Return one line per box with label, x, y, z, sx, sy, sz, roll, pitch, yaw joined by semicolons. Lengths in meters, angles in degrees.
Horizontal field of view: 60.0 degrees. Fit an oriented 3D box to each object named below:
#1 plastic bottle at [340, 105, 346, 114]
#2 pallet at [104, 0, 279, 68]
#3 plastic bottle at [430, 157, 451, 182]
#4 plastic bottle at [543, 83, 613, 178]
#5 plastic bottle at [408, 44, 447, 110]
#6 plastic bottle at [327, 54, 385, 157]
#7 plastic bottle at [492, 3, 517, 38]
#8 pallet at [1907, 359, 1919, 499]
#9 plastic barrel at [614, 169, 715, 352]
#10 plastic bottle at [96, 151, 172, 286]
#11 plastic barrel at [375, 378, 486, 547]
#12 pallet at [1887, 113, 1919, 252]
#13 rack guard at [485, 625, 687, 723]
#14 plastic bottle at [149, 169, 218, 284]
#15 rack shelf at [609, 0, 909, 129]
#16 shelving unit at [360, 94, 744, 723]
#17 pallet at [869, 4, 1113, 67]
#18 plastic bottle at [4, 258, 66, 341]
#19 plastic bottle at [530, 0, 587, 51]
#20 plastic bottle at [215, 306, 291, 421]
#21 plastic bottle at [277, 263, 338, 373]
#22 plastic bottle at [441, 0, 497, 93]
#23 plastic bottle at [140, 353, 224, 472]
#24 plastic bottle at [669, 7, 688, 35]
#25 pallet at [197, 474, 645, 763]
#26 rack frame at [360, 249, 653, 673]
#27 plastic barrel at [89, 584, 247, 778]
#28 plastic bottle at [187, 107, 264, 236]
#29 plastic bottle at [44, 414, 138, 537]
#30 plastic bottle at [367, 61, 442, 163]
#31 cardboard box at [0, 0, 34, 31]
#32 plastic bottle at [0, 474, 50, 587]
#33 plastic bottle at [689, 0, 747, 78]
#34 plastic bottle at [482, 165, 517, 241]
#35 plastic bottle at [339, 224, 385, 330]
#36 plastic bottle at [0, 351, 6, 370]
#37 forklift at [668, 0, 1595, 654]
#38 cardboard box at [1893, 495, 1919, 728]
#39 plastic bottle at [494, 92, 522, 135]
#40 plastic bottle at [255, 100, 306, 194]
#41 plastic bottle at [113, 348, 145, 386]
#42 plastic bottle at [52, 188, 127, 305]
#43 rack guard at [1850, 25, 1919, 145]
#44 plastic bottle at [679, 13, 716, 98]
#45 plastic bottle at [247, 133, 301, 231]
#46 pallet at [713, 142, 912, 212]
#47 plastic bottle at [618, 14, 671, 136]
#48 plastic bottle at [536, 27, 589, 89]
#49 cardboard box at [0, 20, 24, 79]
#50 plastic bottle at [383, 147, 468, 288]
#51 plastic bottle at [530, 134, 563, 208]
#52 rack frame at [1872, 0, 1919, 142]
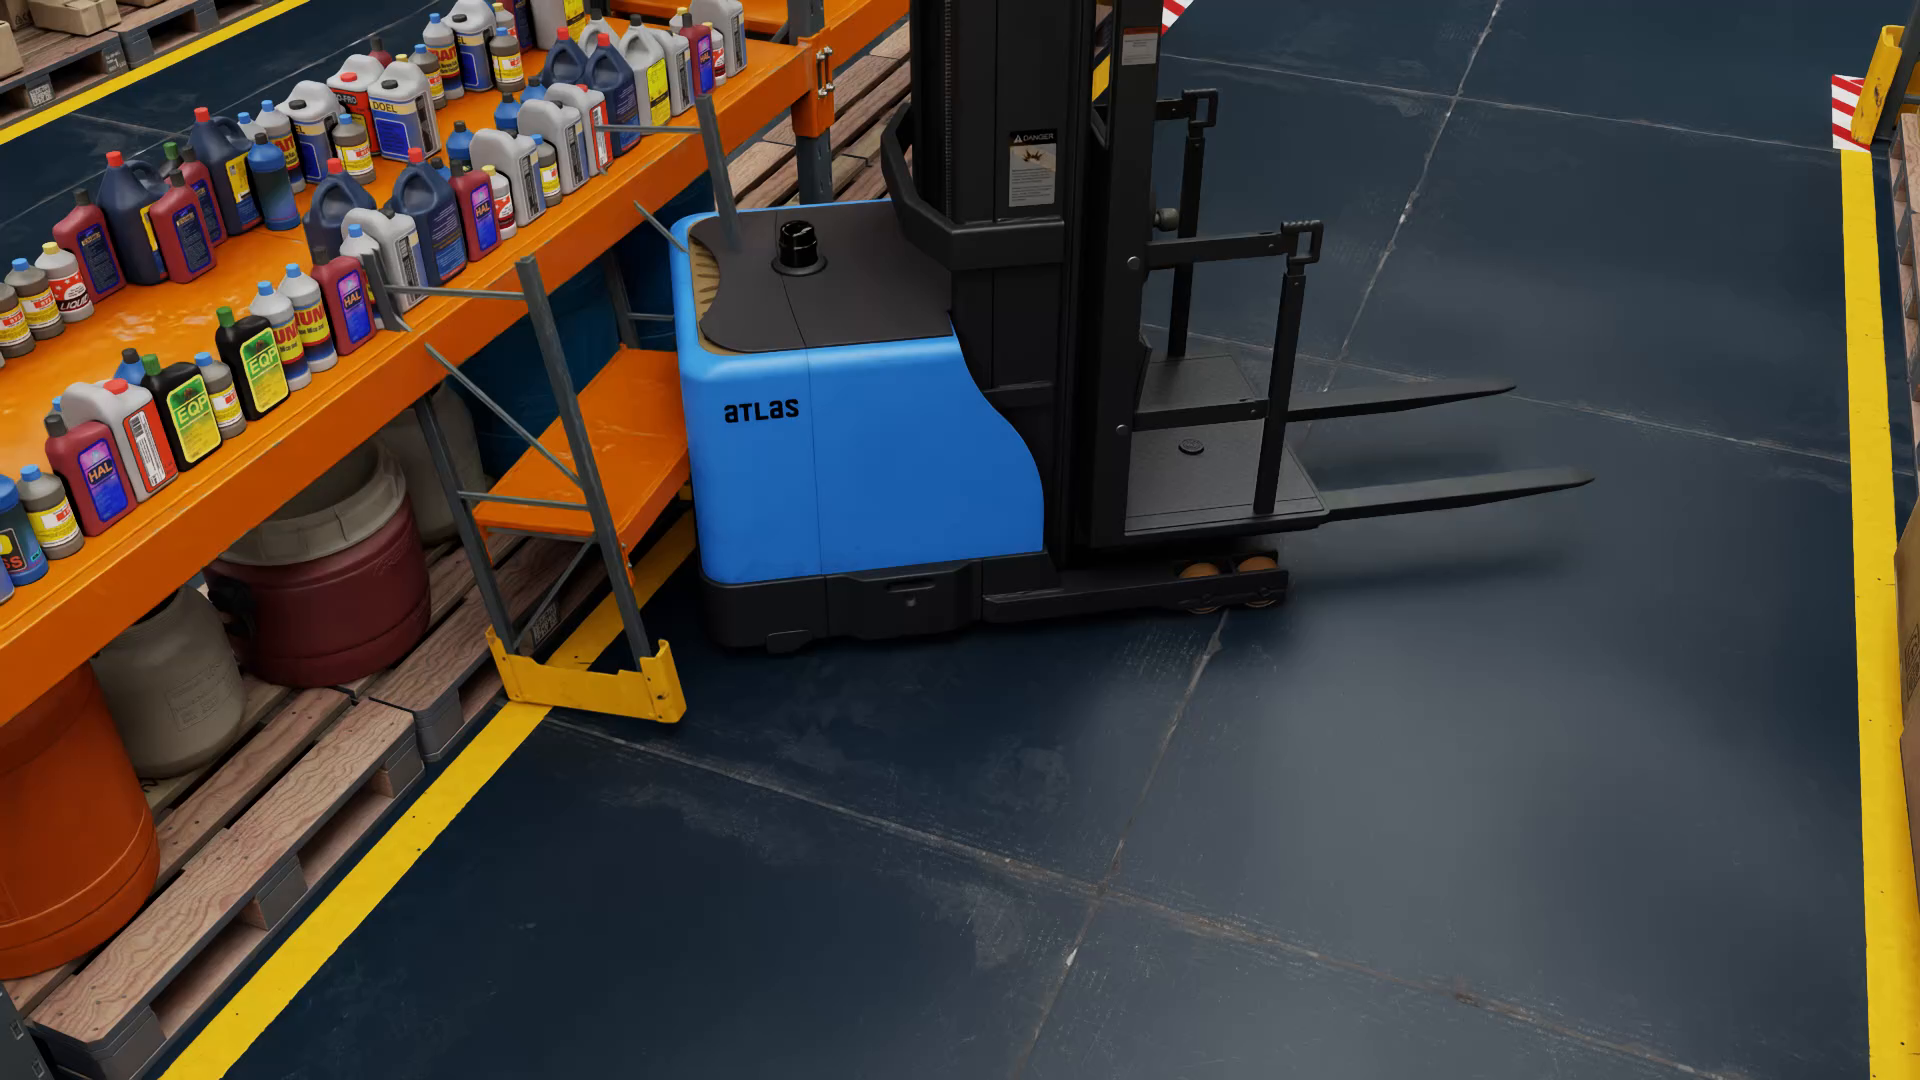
plastic bottle;-1.923;-1.263;5.100;0.097;0.201;0.097;0;37;0
pallet;-4.828;-3.153;9.793;1.003;0.211;1.213;14;39;18
plastic bottle;-1.420;-0.924;4.588;0.097;0.271;0.097;0;37;0
plastic bottle;-1.155;-1.259;5.033;0.152;0.276;0.135;14;39;18
plastic bottle;-1.747;-1.519;5.442;0.097;0.201;0.097;0;37;0
plastic bottle;-1.854;-1.350;5.155;0.152;0.276;0.135;14;39;18
plastic bottle;-1.585;-1.755;5.758;0.097;0.201;0.097;0;37;0
pallet;3.969;-0.240;5.895;1.003;0.211;1.213;14;39;18
plastic barrel;-1.196;-1.113;6.135;0.600;0.901;0.708;14;39;18
plastic bottle;-2.202;-0.880;4.464;0.144;0.351;0.185;14;39;18
plastic barrel;-1.763;-0.272;5.336;0.421;0.512;0.421;0;37;0
pallet;4.897;-1.591;7.702;1.003;0.211;1.213;14;39;18
rack guard;-1.109;0.388;4.932;0.587;0.250;0.087;6;38;18
plastic bottle;-2.097;-0.844;4.472;0.061;0.283;0.133;14;39;18
rack shelf;-0.212;-2.901;7.727;1.077;0.370;4.000;14;39;18
shelving unit;-1.027;-0.407;4.938;0.587;1.500;1.083;6;38;18
pallet;0.199;-2.732;9.229;1.003;0.211;1.213;14;39;18
plastic bottle;-2.365;-0.620;4.240;0.097;0.201;0.097;0;37;0
plastic bottle;-1.422;-1.919;5.853;0.144;0.351;0.185;14;39;18
plastic bottle;-1.675;-0.434;3.923;0.061;0.283;0.133;14;39;18
plastic bottle;-1.611;-0.552;4.090;0.097;0.271;0.097;0;37;0
plastic bottle;-1.641;-1.660;5.570;0.152;0.276;0.135;14;39;18
plastic bottle;-1.762;-0.307;3.752;0.061;0.283;0.133;14;39;18
plastic bottle;-0.947;-1.729;5.724;0.097;0.201;0.097;0;37;0
pallet;-1.768;0.130;5.399;1.003;0.211;1.213;14;39;18
rack frame;-1.187;-0.102;4.552;0.500;1.500;0.032;6;38;18
plastic barrel;-2.193;0.353;4.500;0.421;0.512;0.421;0;37;0
plastic bottle;-2.081;-1.057;4.699;0.144;0.351;0.185;14;39;18
plastic bottle;-1.864;-0.158;3.554;0.061;0.283;0.133;14;39;18
plastic bottle;-1.713;-1.316;5.108;0.152;0.276;0.135;14;39;18
cardboard box;-5.313;-3.107;9.280;0.500;0.311;0.500;14;39;18
plastic bottle;-1.962;-0.040;3.405;0.097;0.271;0.097;0;37;0
plastic bottle;-0.824;-1.741;5.677;0.152;0.276;0.135;14;39;18
plastic bottle;-1.313;-0.956;4.689;0.097;0.201;0.097;0;37;0
plastic bottle;-1.523;-0.679;4.261;0.097;0.271;0.097;0;37;0
plastic bottle;-2.439;-0.540;4.075;0.097;0.271;0.097;0;37;0
forklift;0.614;-1.240;4.961;3.031;2.935;1.130;-6;37;-8
cardboard box;3.382;0.088;4.551;1.225;0.875;0.875;14;39;18
plastic bottle;-1.329;-1.201;4.959;0.097;0.271;0.097;0;37;0
plastic bottle;-2.012;-1.162;4.907;0.097;0.271;0.097;0;37;0
plastic bottle;-1.842;-0.310;3.767;0.097;0.271;0.097;0;37;0
plastic bottle;-2.301;-0.775;4.379;0.061;0.283;0.133;14;39;18
rack guard;5.138;-2.181;8.250;1.175;0.500;0.348;14;39;18
plastic bottle;-0.870;-1.605;5.489;0.061;0.283;0.133;14;39;18
plastic bottle;-1.952;-1.022;4.719;0.097;0.271;0.097;0;37;0
pallet;-0.729;-1.381;7.422;1.003;0.211;1.213;14;39;18
plastic bottle;-1.020;-1.479;5.264;0.144;0.351;0.185;14;39;18
plastic bottle;-1.224;-1.410;5.171;0.144;0.351;0.185;14;39;18
cardboard box;-5.193;-2.495;8.461;0.500;0.311;0.500;14;39;18
plastic bottle;-1.439;-0.869;4.449;0.144;0.351;0.185;14;39;18
plastic bottle;-1.225;-1.084;4.861;0.097;0.201;0.097;0;37;0
rack frame;5.129;-3.169;7.484;1.000;3.000;0.127;14;39;18
